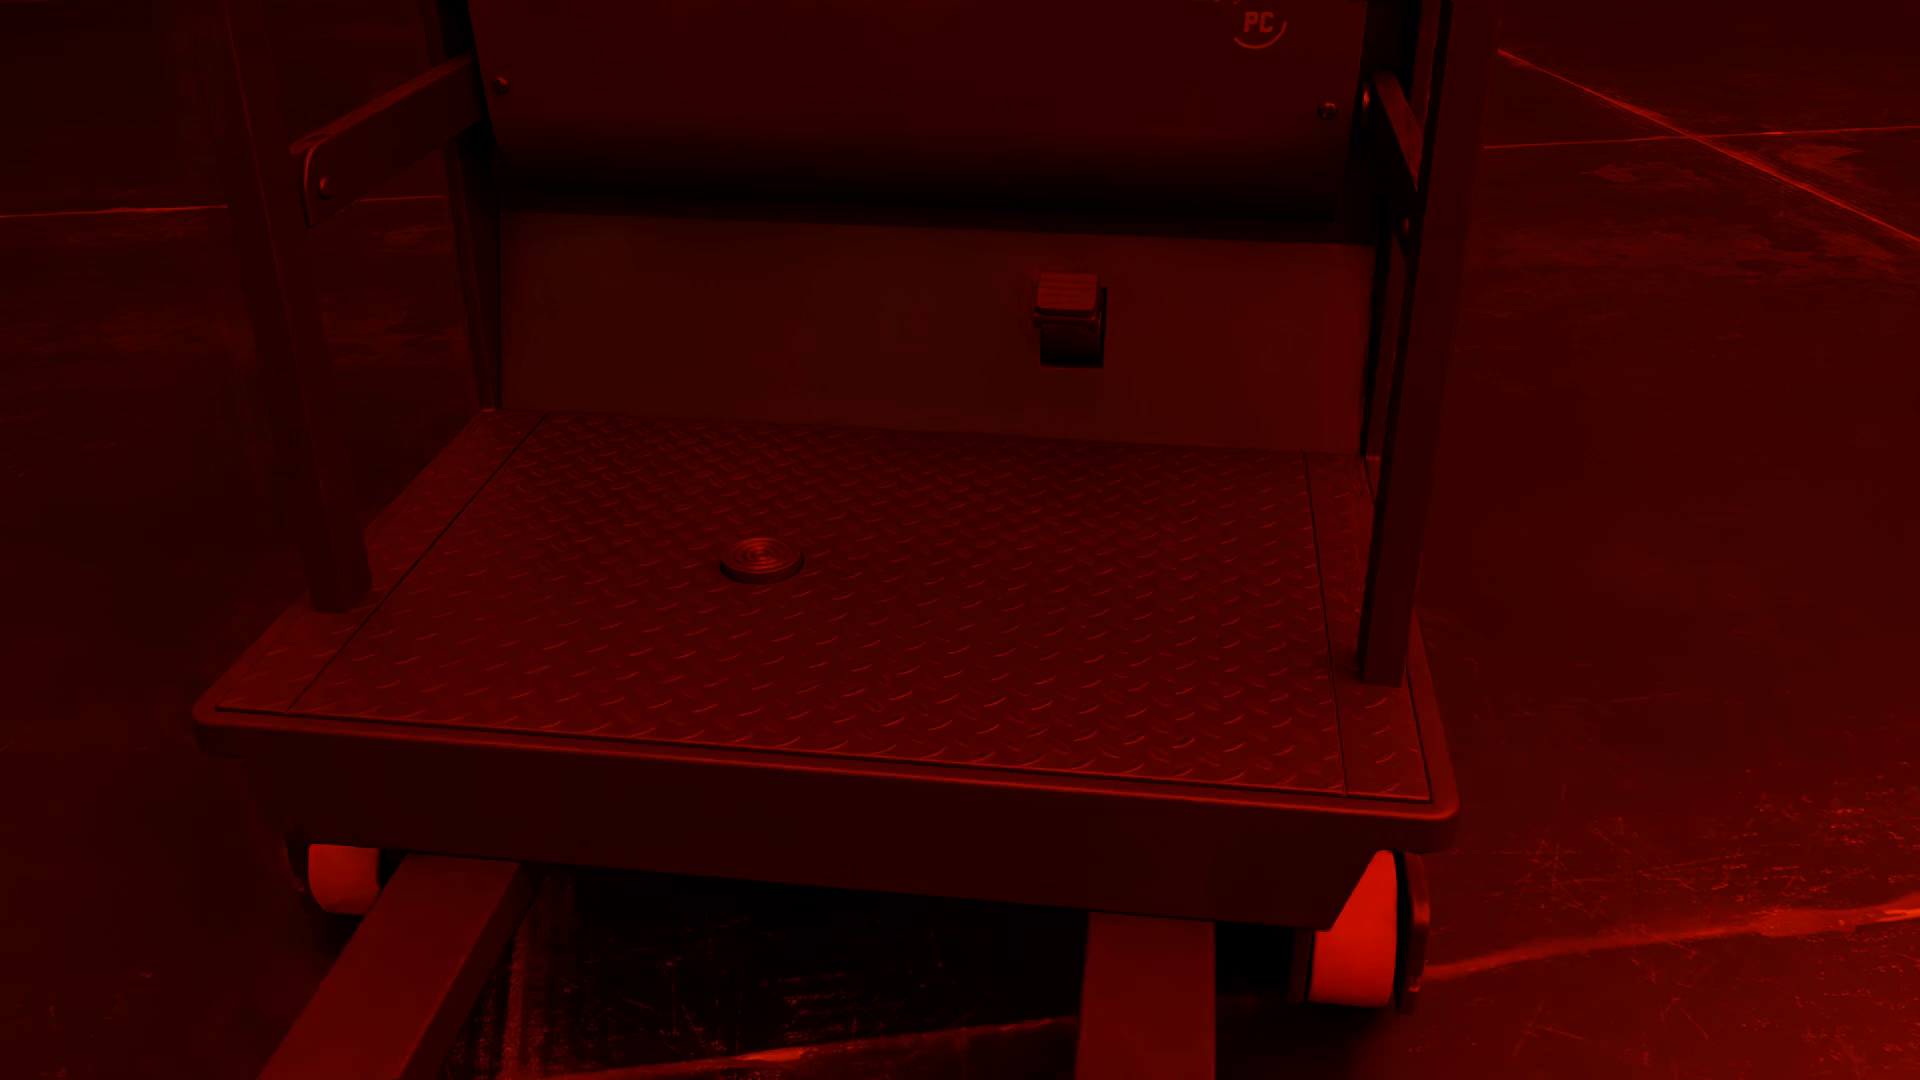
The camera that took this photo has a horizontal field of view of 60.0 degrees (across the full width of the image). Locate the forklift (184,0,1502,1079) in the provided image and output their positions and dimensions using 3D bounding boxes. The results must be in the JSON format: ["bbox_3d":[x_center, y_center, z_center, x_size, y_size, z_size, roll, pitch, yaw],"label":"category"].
[{"bbox_3d":[-0.078,-1.011,1.278,1.130,2.935,3.031,4,28,7],"label":"forklift"}]
